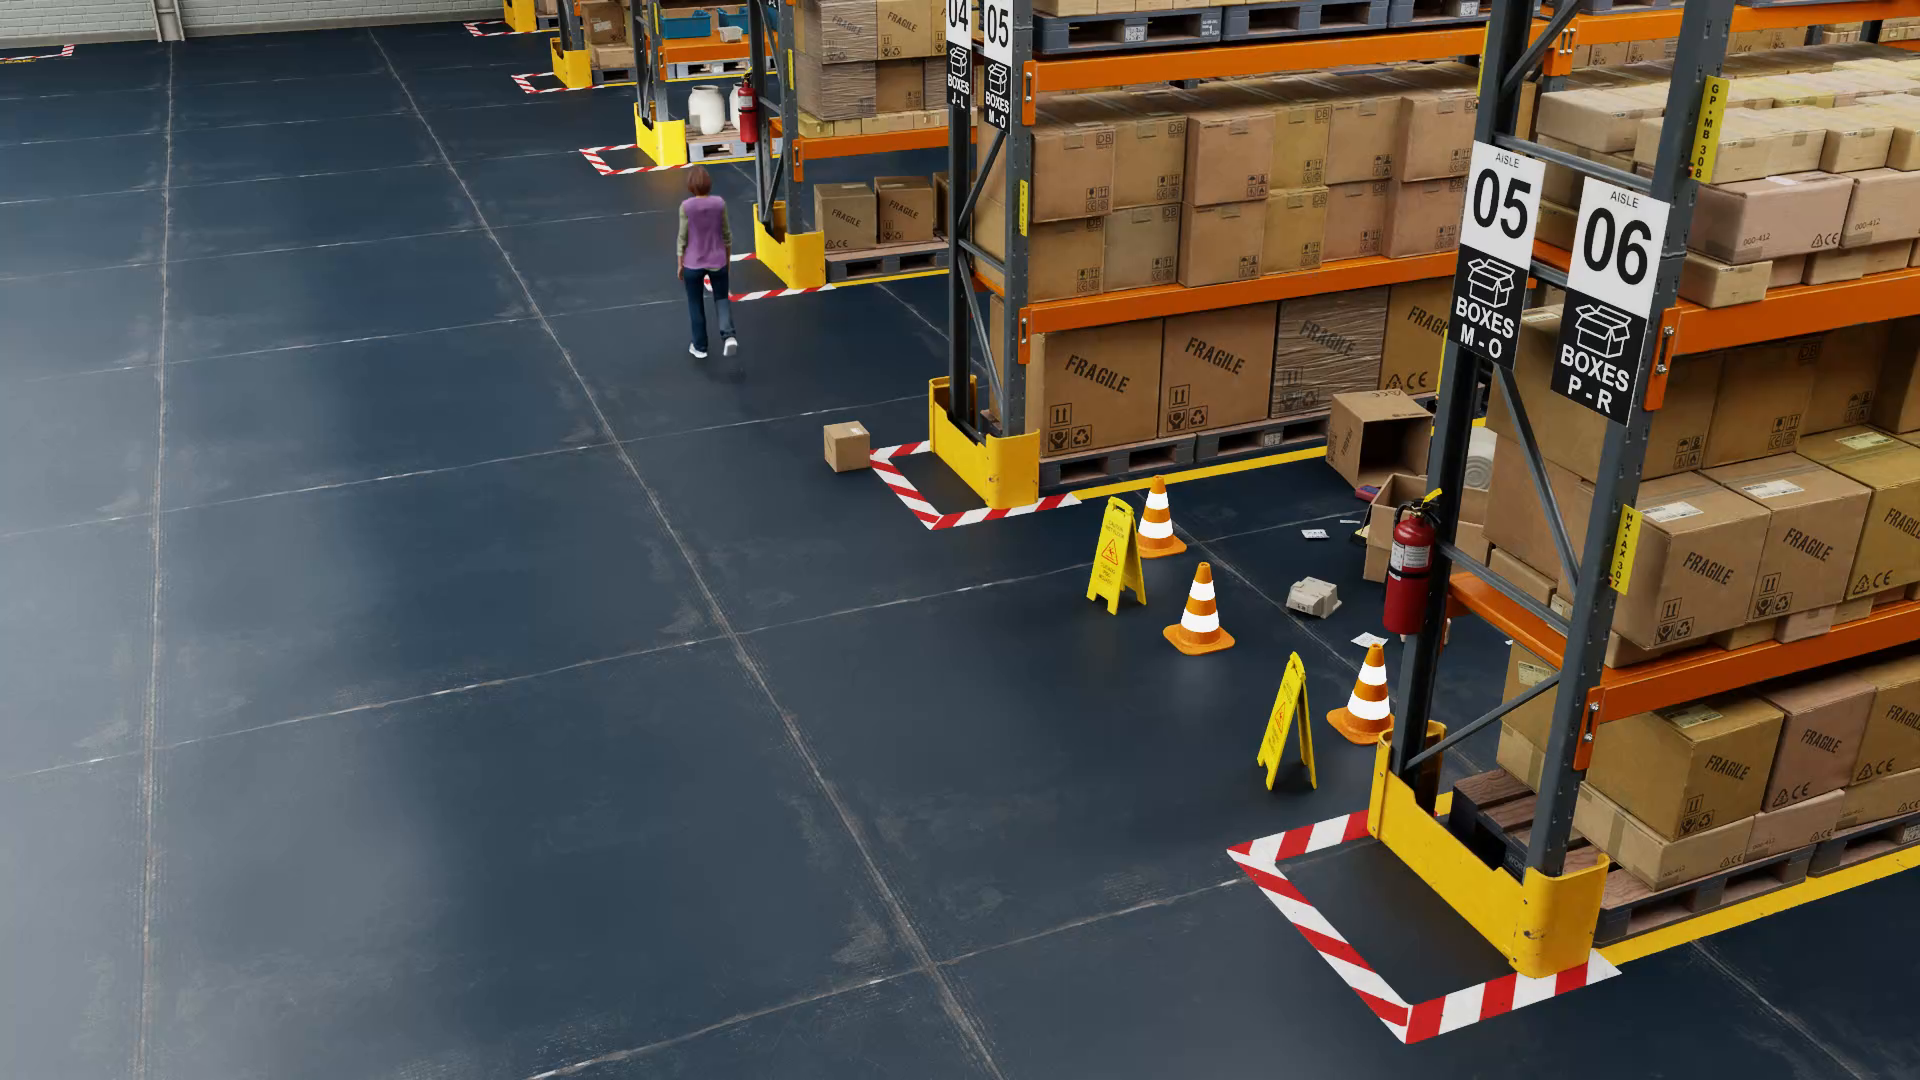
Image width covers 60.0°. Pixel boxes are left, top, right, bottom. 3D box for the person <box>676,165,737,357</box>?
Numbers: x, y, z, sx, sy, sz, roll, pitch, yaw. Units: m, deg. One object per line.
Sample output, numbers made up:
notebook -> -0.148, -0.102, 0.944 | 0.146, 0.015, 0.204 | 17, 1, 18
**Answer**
person -> -1.983, -2.143, 12.942 | 0.431, 1.584, 0.663 | -10, 28, -18
